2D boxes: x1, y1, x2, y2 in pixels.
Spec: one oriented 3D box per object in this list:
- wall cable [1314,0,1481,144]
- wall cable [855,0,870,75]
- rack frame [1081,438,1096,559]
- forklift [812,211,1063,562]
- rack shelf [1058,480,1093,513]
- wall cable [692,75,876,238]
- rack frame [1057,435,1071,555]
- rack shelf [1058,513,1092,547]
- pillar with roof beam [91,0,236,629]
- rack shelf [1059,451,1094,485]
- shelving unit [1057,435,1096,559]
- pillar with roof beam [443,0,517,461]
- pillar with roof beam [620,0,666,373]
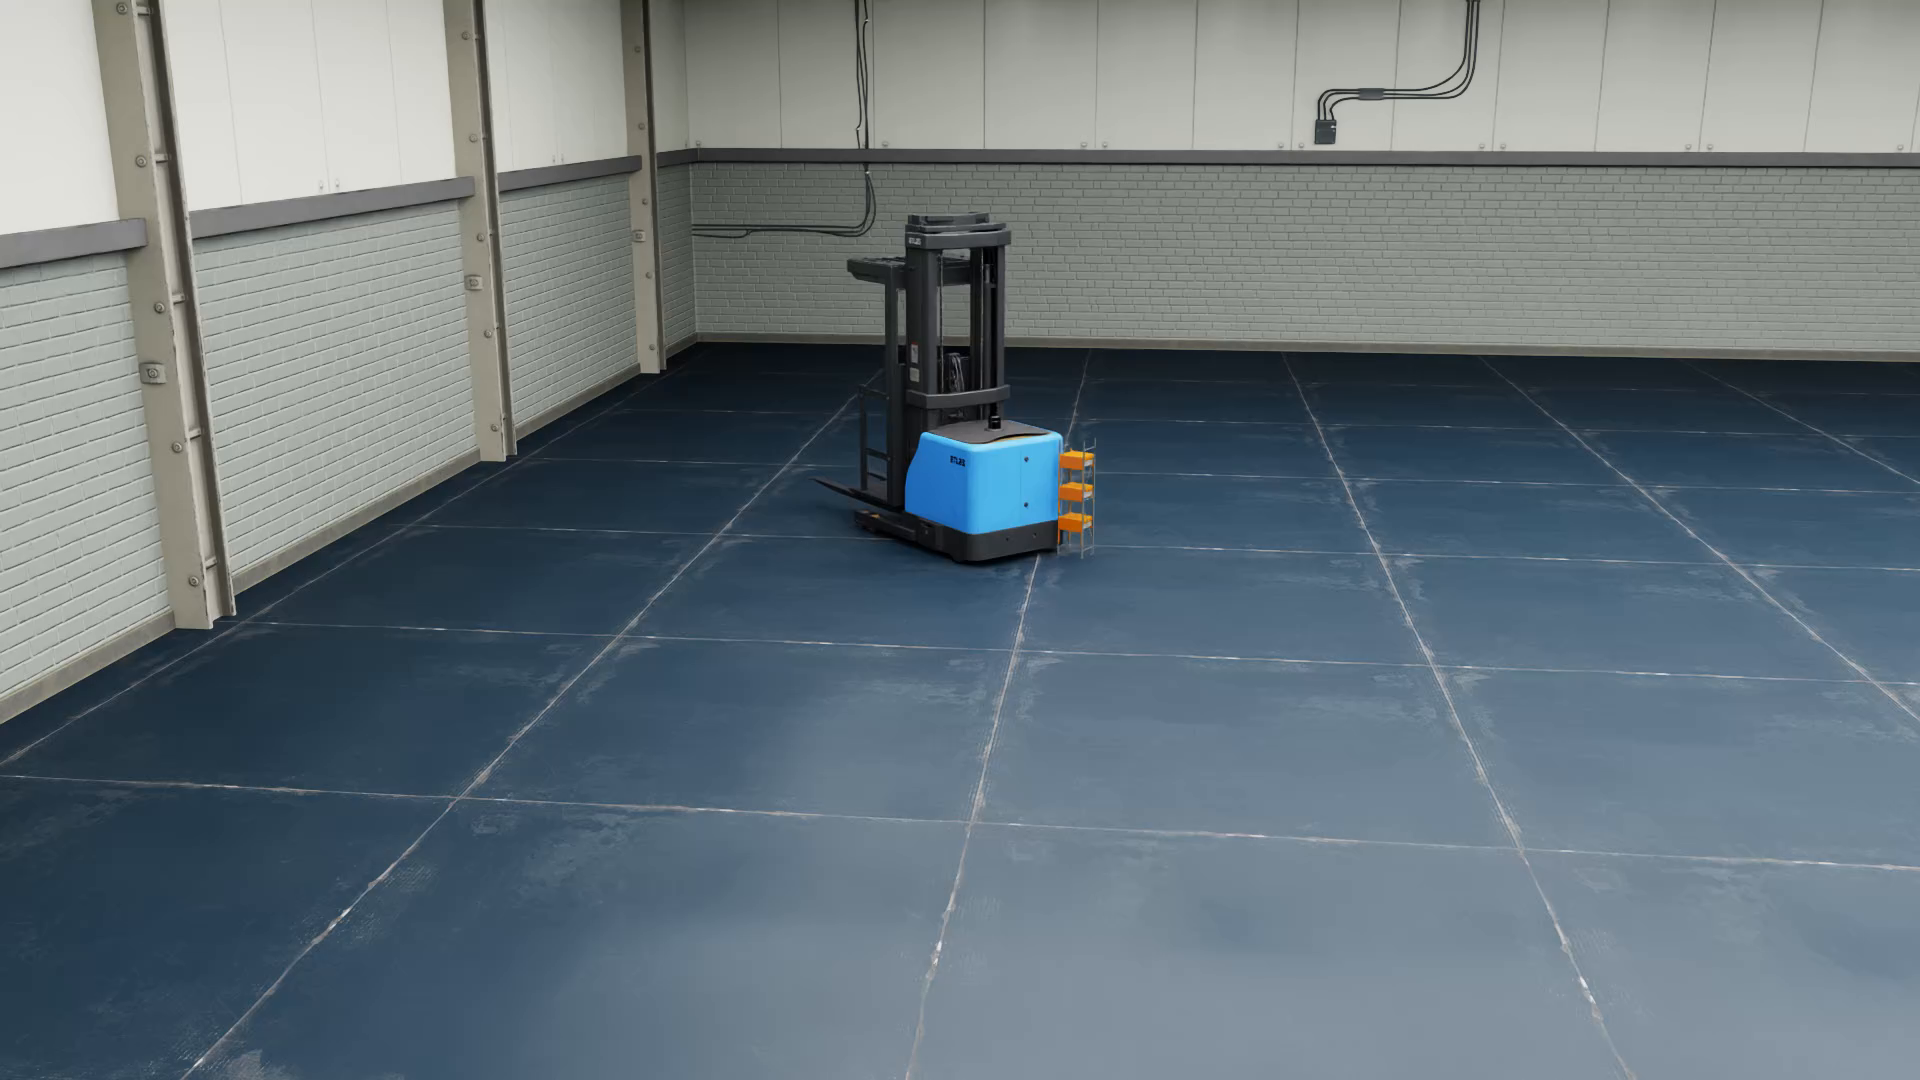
[{"bbox_3d":[6.558,-8.912,24.454,2.305,6.003,0.169,2,15,6],"label":"wall cable"},{"bbox_3d":[-0.185,-8.414,25.399,3.097,2.526,0.112,2,15,6],"label":"wall cable"},{"bbox_3d":[1.125,-0.360,14.569,0.008,1.050,0.200,10,18,32],"label":"rack frame"},{"bbox_3d":[-0.341,-1.554,15.382,1.130,2.935,3.031,-10,18,-34],"label":"forklift"},{"bbox_3d":[1.023,-0.367,14.637,0.240,0.259,0.215,10,18,32],"label":"rack shelf"},{"bbox_3d":[-2.874,-6.055,26.353,3.097,2.526,0.112,2,15,6],"label":"wall cable"},{"bbox_3d":[0.922,-0.395,14.700,0.008,1.050,0.200,10,18,32],"label":"rack frame"},{"bbox_3d":[1.023,-0.099,14.710,0.240,0.259,0.215,10,18,32],"label":"rack shelf"},{"bbox_3d":[-1.596,-3.590,11.287,9.100,9.000,0.400,2,15,6],"label":"pillar with roof beam"},{"bbox_3d":[1.023,-0.641,14.563,0.240,0.259,0.215,10,18,32],"label":"rack shelf"},{"bbox_3d":[1.023,-0.377,14.635,0.252,1.050,0.215,10,18,32],"label":"shelving unit"},{"bbox_3d":[-0.919,-5.146,17.042,9.100,9.000,0.400,2,15,6],"label":"pillar with roof beam"},{"bbox_3d":[-0.242,-6.702,22.797,9.100,9.000,0.400,2,15,6],"label":"pillar with roof beam"}]
